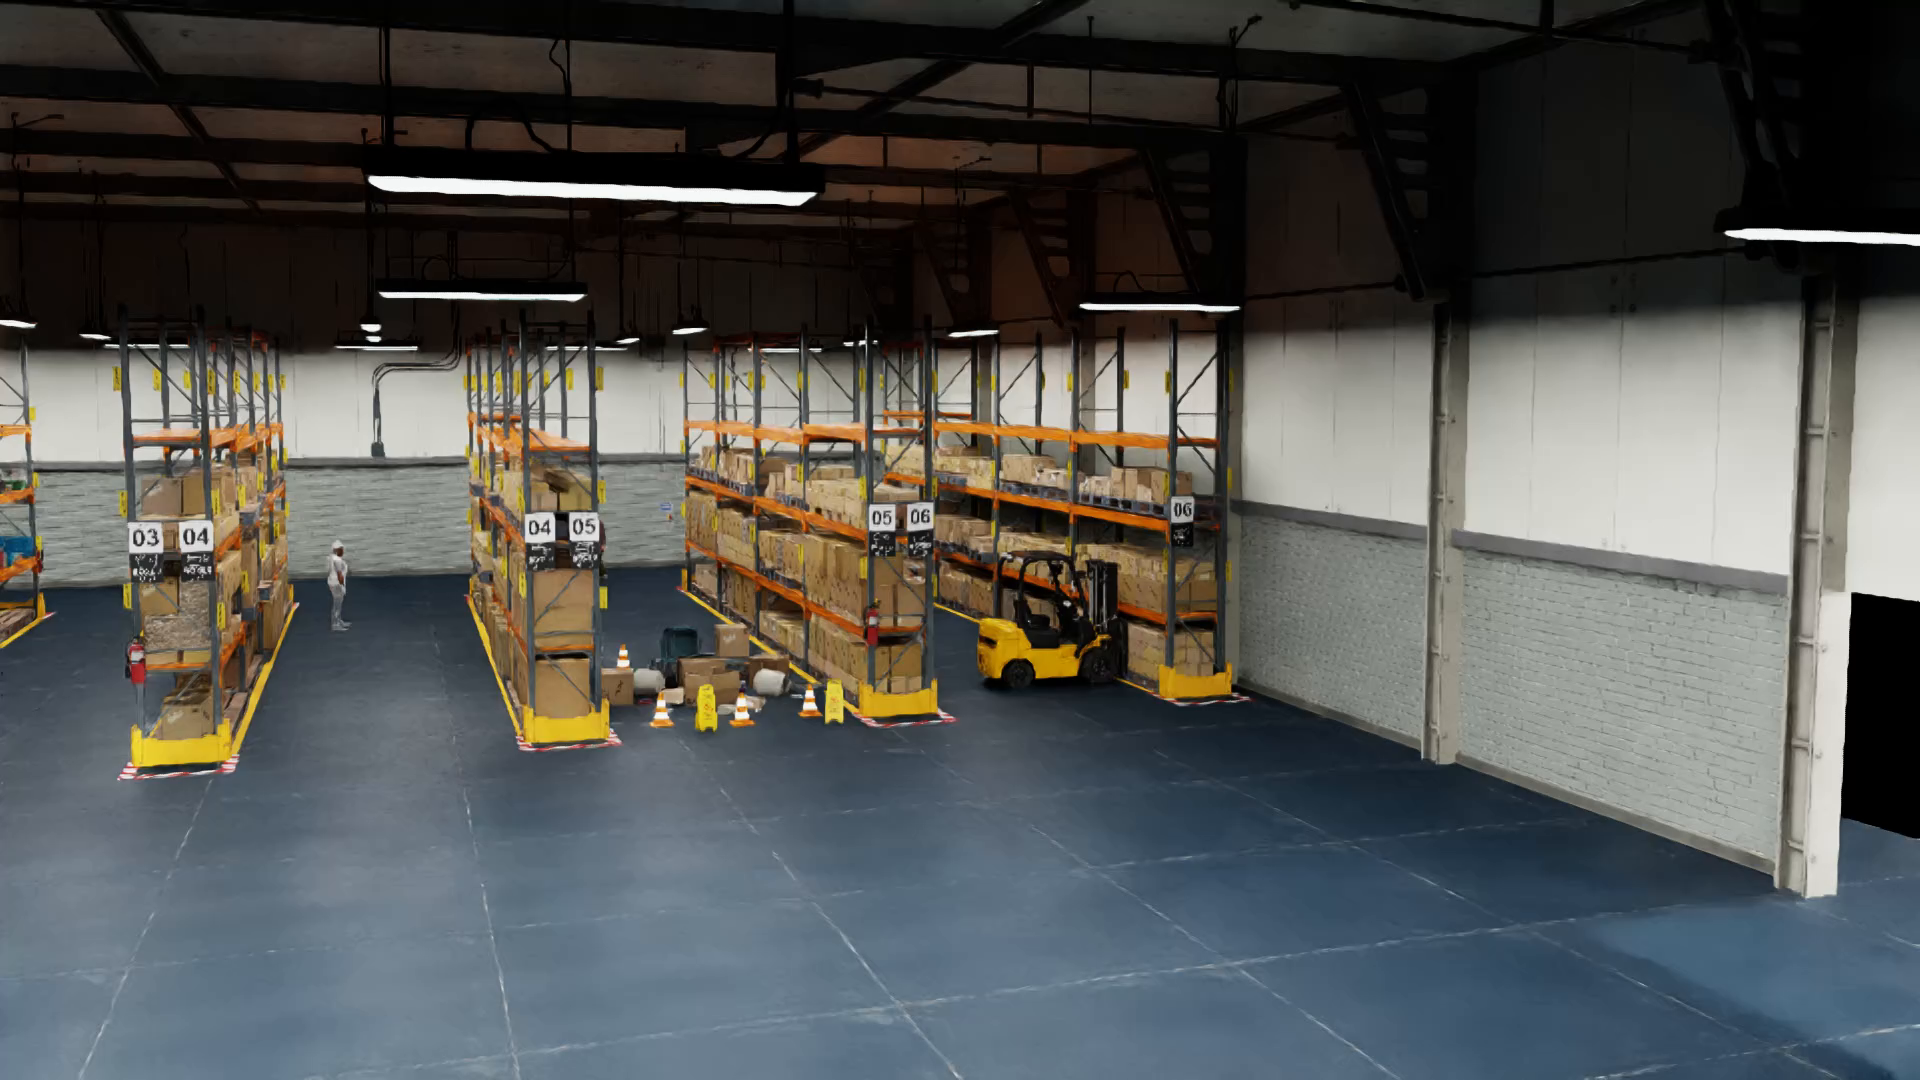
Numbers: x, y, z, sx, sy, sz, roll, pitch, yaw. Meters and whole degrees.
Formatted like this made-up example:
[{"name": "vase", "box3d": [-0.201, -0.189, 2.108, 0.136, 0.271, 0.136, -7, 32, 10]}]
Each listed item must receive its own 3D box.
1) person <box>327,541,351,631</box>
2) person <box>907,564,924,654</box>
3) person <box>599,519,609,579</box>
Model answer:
[{"name": "person", "box3d": [-12.524, 0.911, 33.581, 0.480, 1.787, 0.628, -4, 7, -34]}, {"name": "person", "box3d": [-0.861, 1.271, 30.563, 0.478, 1.667, 0.523, 1, 6, 11]}, {"name": "person", "box3d": [-9.199, 0.114, 42.117, 0.687, 1.773, 0.455, 4, 7, 38]}]
